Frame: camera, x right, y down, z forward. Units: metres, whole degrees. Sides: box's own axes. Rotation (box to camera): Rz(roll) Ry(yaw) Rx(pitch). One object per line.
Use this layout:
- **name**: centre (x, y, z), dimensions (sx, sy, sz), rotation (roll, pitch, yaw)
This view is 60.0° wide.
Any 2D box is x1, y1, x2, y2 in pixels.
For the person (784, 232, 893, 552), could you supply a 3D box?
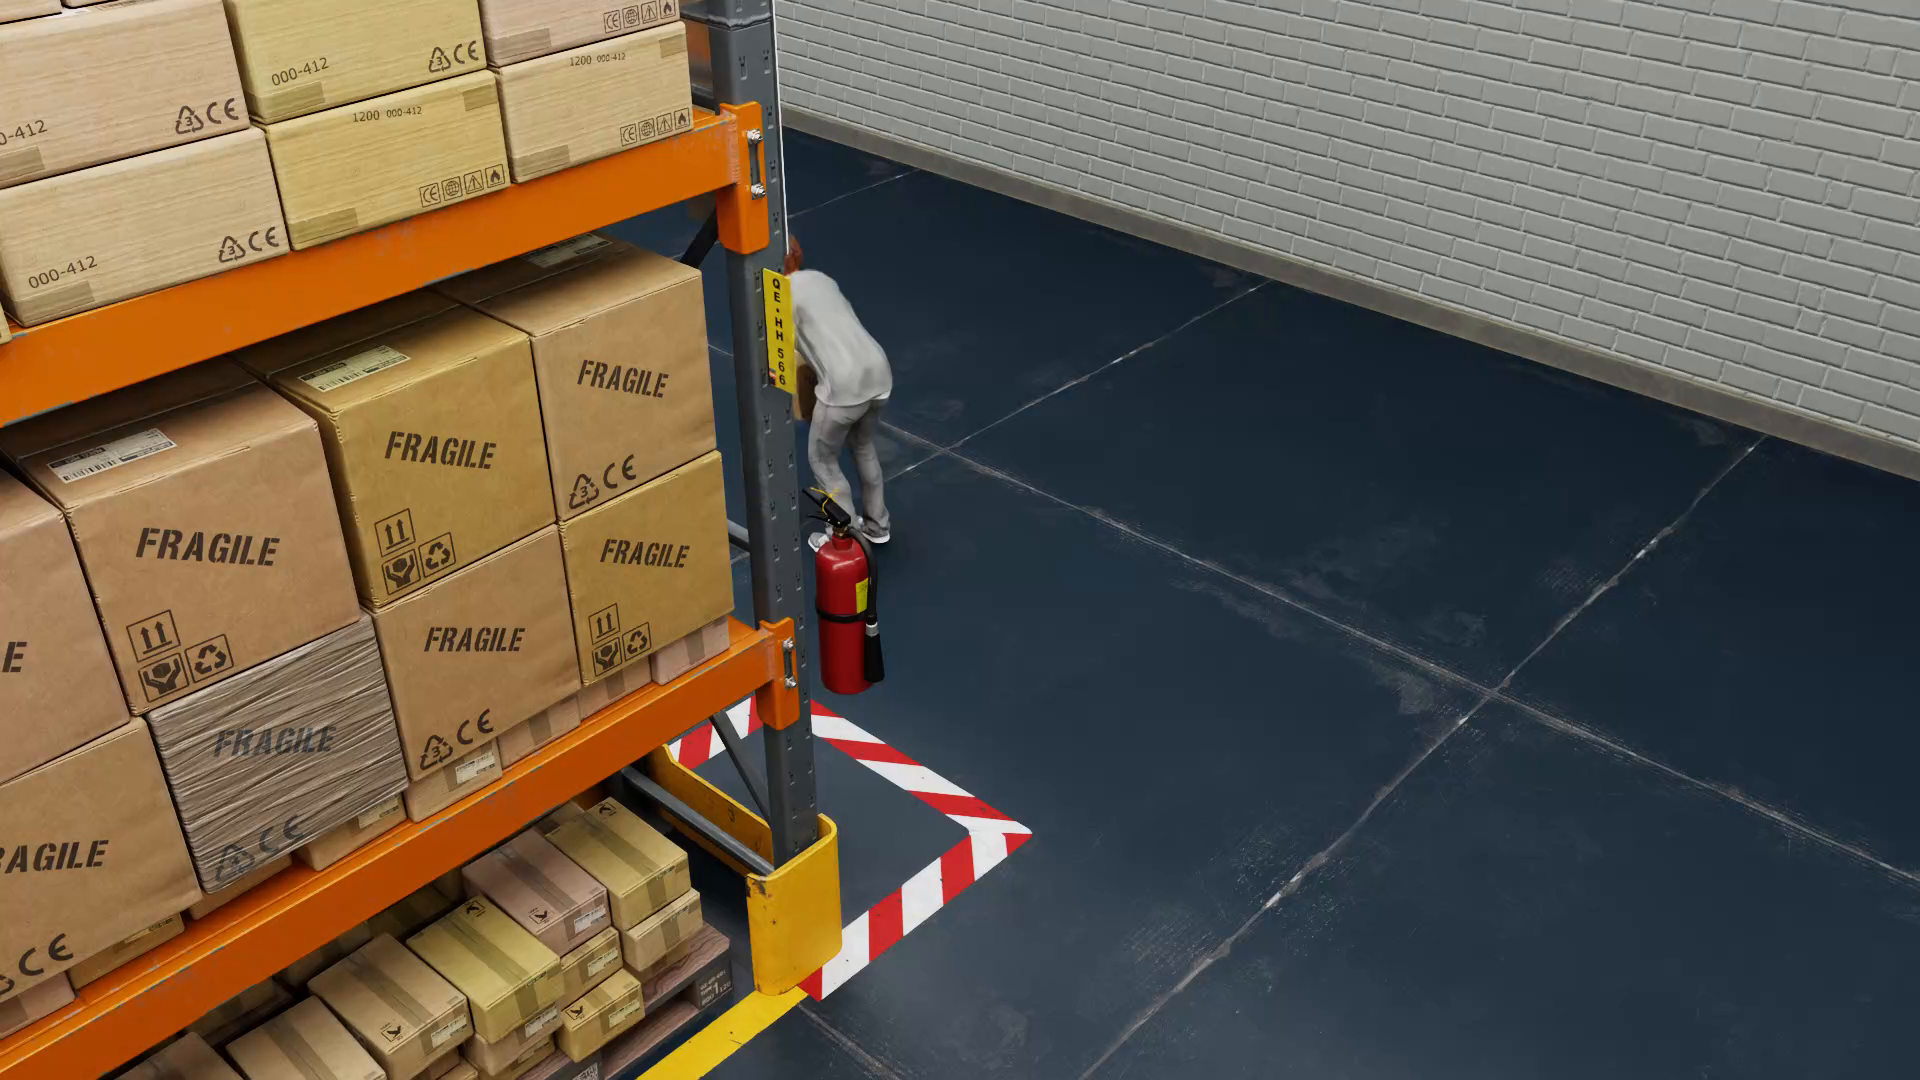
- **person**: centre (-0.603, -0.628, 7.345), dimensions (0.690, 1.408, 0.375), rotation (25, 39, 34)
